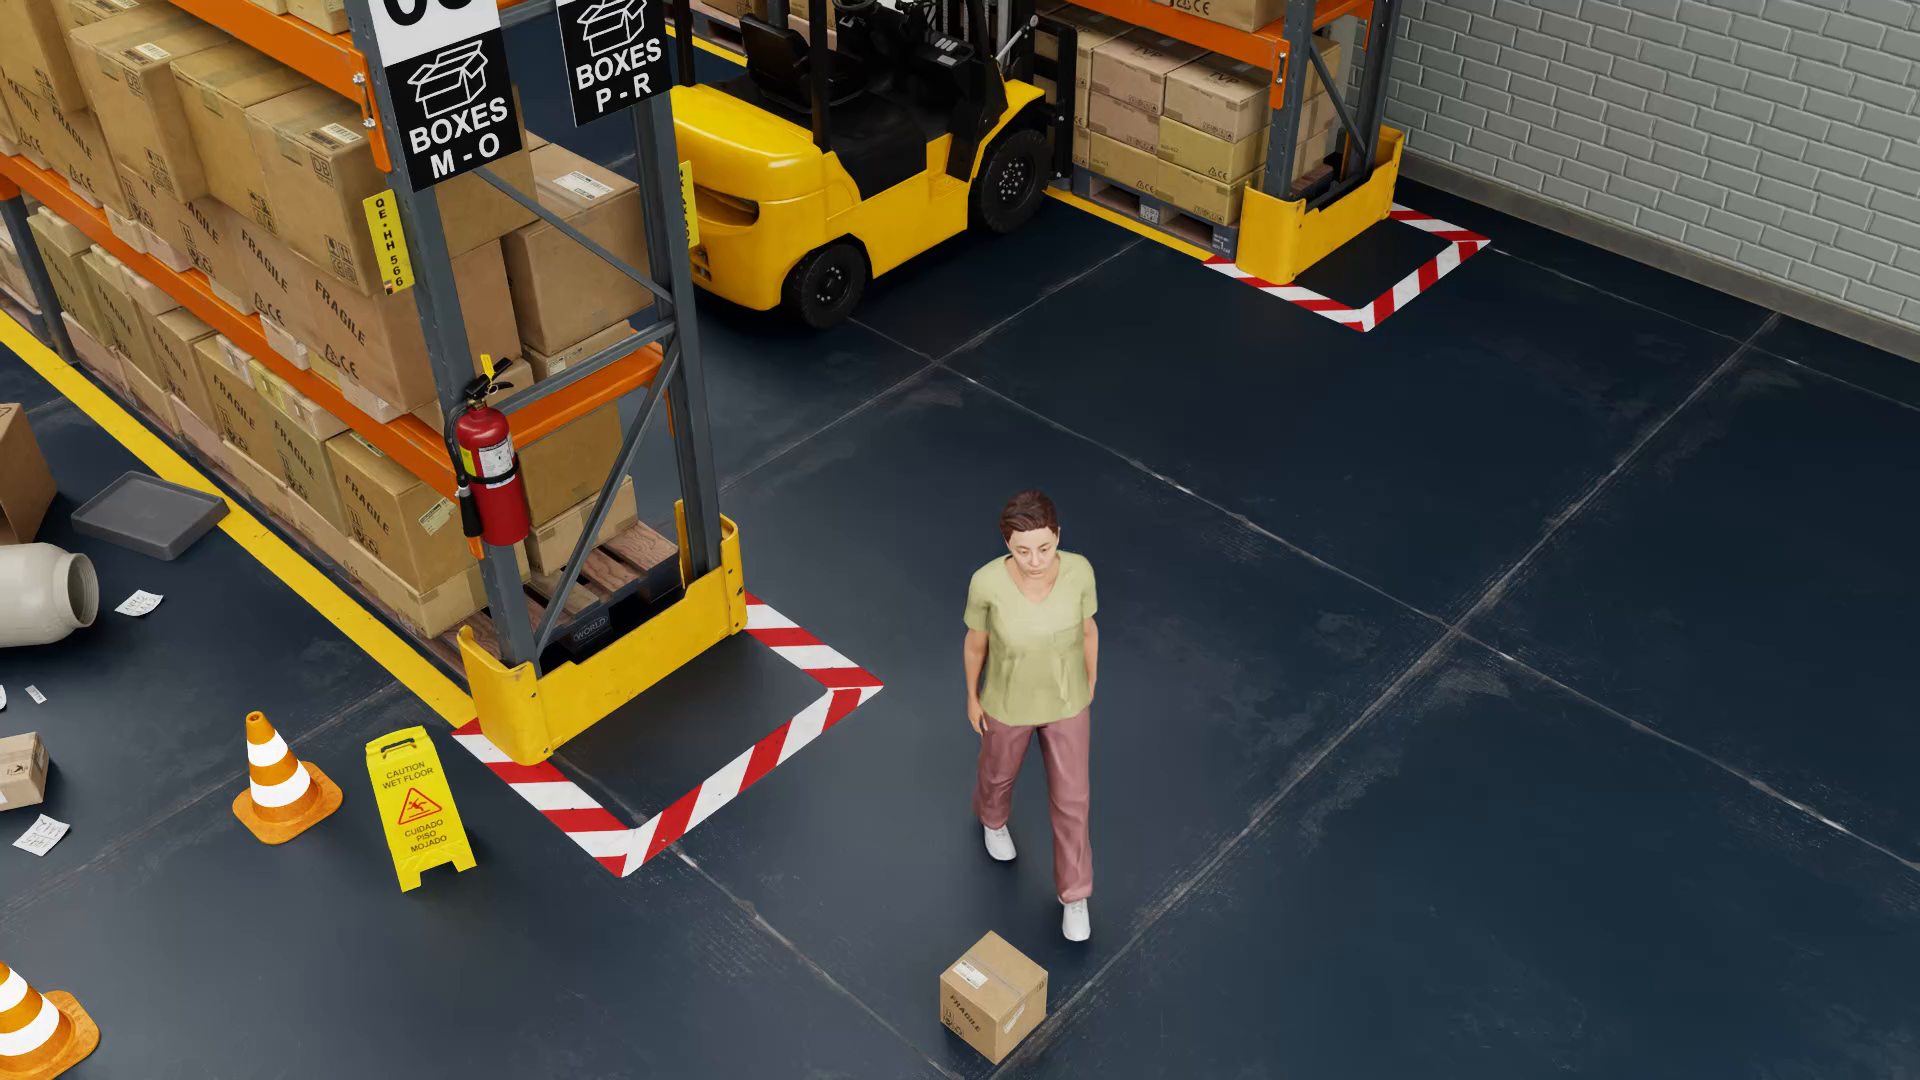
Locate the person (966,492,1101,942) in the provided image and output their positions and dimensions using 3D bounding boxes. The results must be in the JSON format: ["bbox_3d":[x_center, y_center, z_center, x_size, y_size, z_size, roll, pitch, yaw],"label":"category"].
[{"bbox_3d":[0.256,0.571,5.458,0.447,1.659,0.709,-5,40,-6],"label":"person"}]
